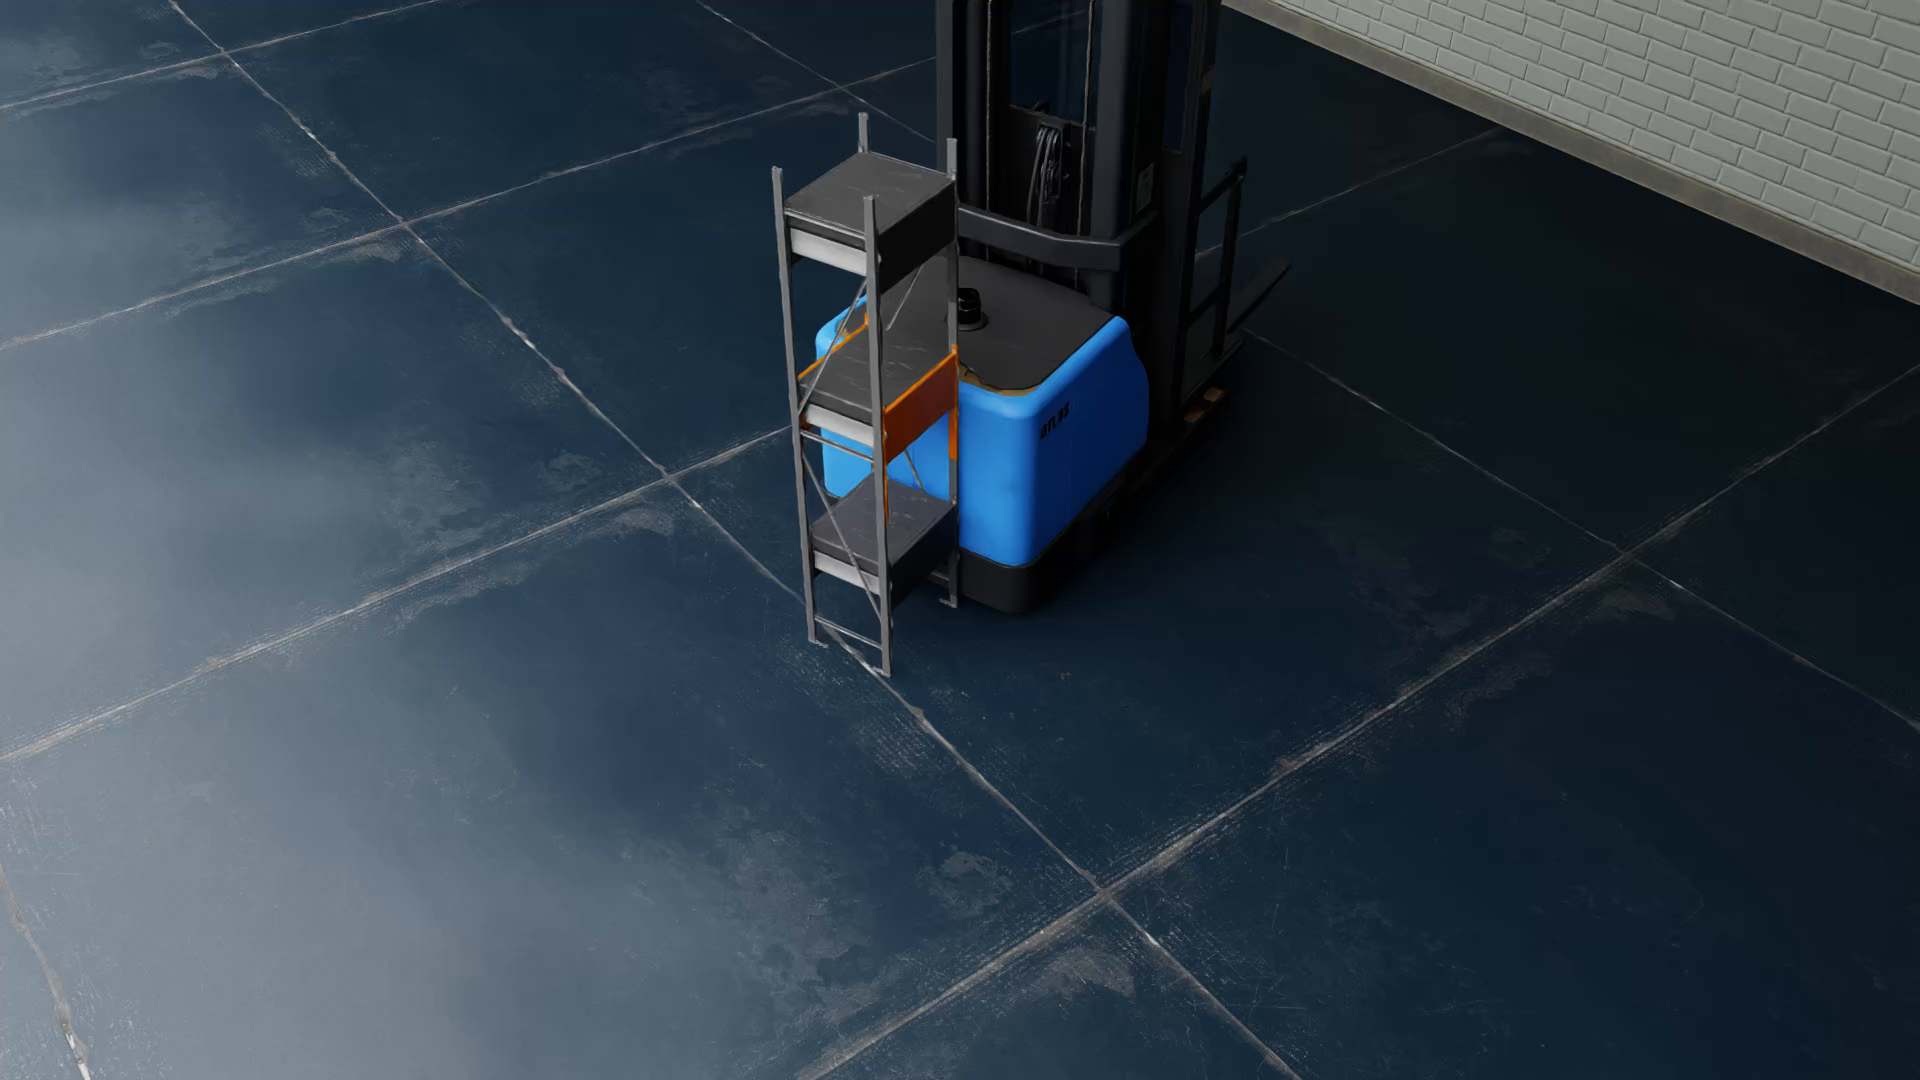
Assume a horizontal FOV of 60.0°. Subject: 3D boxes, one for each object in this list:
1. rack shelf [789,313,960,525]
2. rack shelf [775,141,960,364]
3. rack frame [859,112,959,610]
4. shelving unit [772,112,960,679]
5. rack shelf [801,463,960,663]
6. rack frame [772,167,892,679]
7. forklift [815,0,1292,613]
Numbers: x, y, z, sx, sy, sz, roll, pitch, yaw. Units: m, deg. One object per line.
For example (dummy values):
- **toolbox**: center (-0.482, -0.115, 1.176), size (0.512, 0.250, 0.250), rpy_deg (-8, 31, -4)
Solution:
- **rack shelf**: center (-0.309, -0.454, 6.170), size (0.431, 0.518, 0.480), rpy_deg (22, 44, 25)
- **rack shelf**: center (-0.309, -0.995, 5.726), size (0.431, 0.518, 0.480), rpy_deg (22, 44, 25)
- **rack frame**: center (-0.178, -0.595, 6.320), size (0.400, 2.100, 0.015), rpy_deg (22, 44, 25)
- **shelving unit**: center (-0.309, -0.465, 6.161), size (0.431, 2.100, 0.503), rpy_deg (22, 44, 25)
- **rack shelf**: center (-0.309, 0.087, 6.613), size (0.431, 0.518, 0.480), rpy_deg (22, 44, 25)
- **rack frame**: center (-0.441, -0.334, 6.002), size (0.400, 2.100, 0.015), rpy_deg (22, 44, 25)
- **forklift**: center (0.634, -1.740, 7.060), size (1.130, 2.935, 3.031), rpy_deg (22, 44, 25)
